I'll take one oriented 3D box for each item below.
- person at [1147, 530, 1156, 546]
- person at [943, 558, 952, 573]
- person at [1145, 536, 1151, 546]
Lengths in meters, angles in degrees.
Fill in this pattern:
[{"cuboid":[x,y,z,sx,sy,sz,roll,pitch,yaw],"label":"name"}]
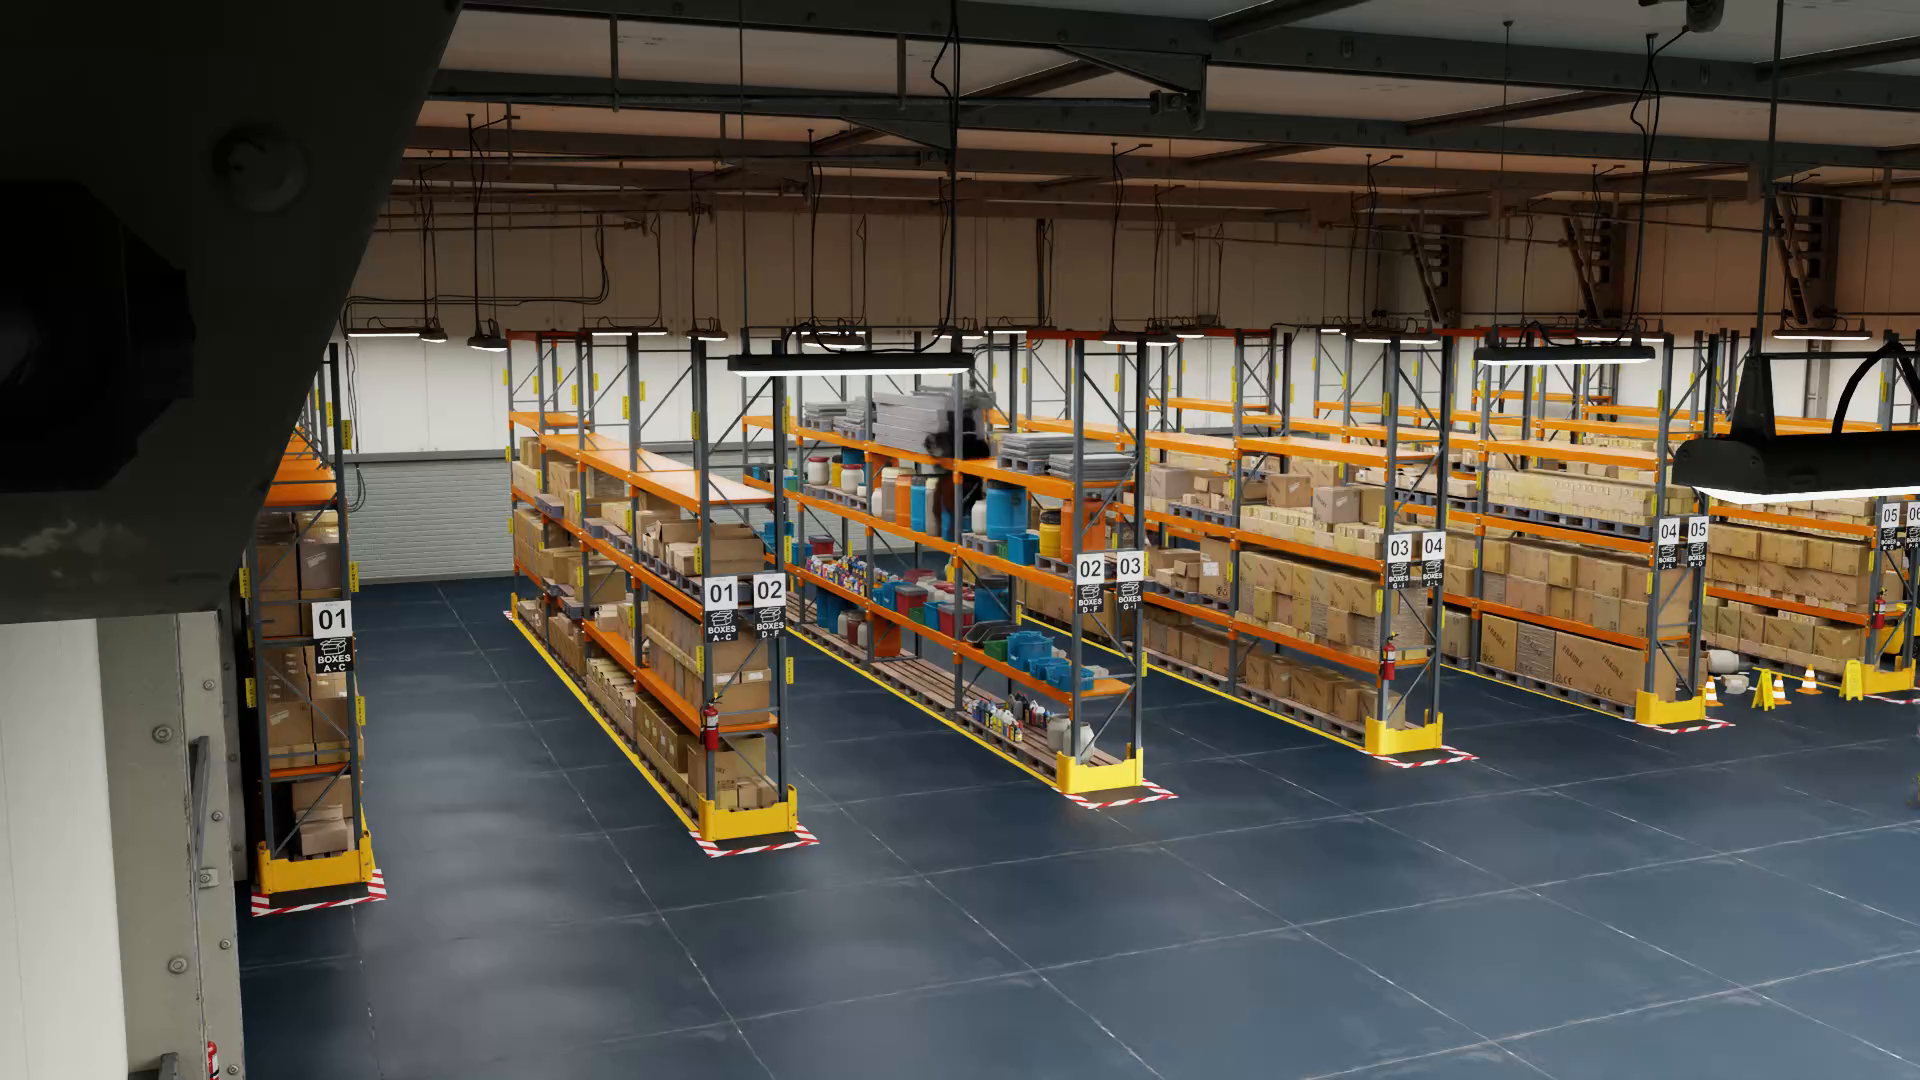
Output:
[{"cuboid":[4.784,-0.182,41.706,0.772,1.698,0.691,-4,9,-25],"label":"person"},{"cuboid":[0.004,0.110,39.909,0.824,1.701,0.616,-1,8,-5],"label":"person"},{"cuboid":[3.838,0.520,36.172,0.681,1.827,0.939,-5,9,-34],"label":"person"}]
